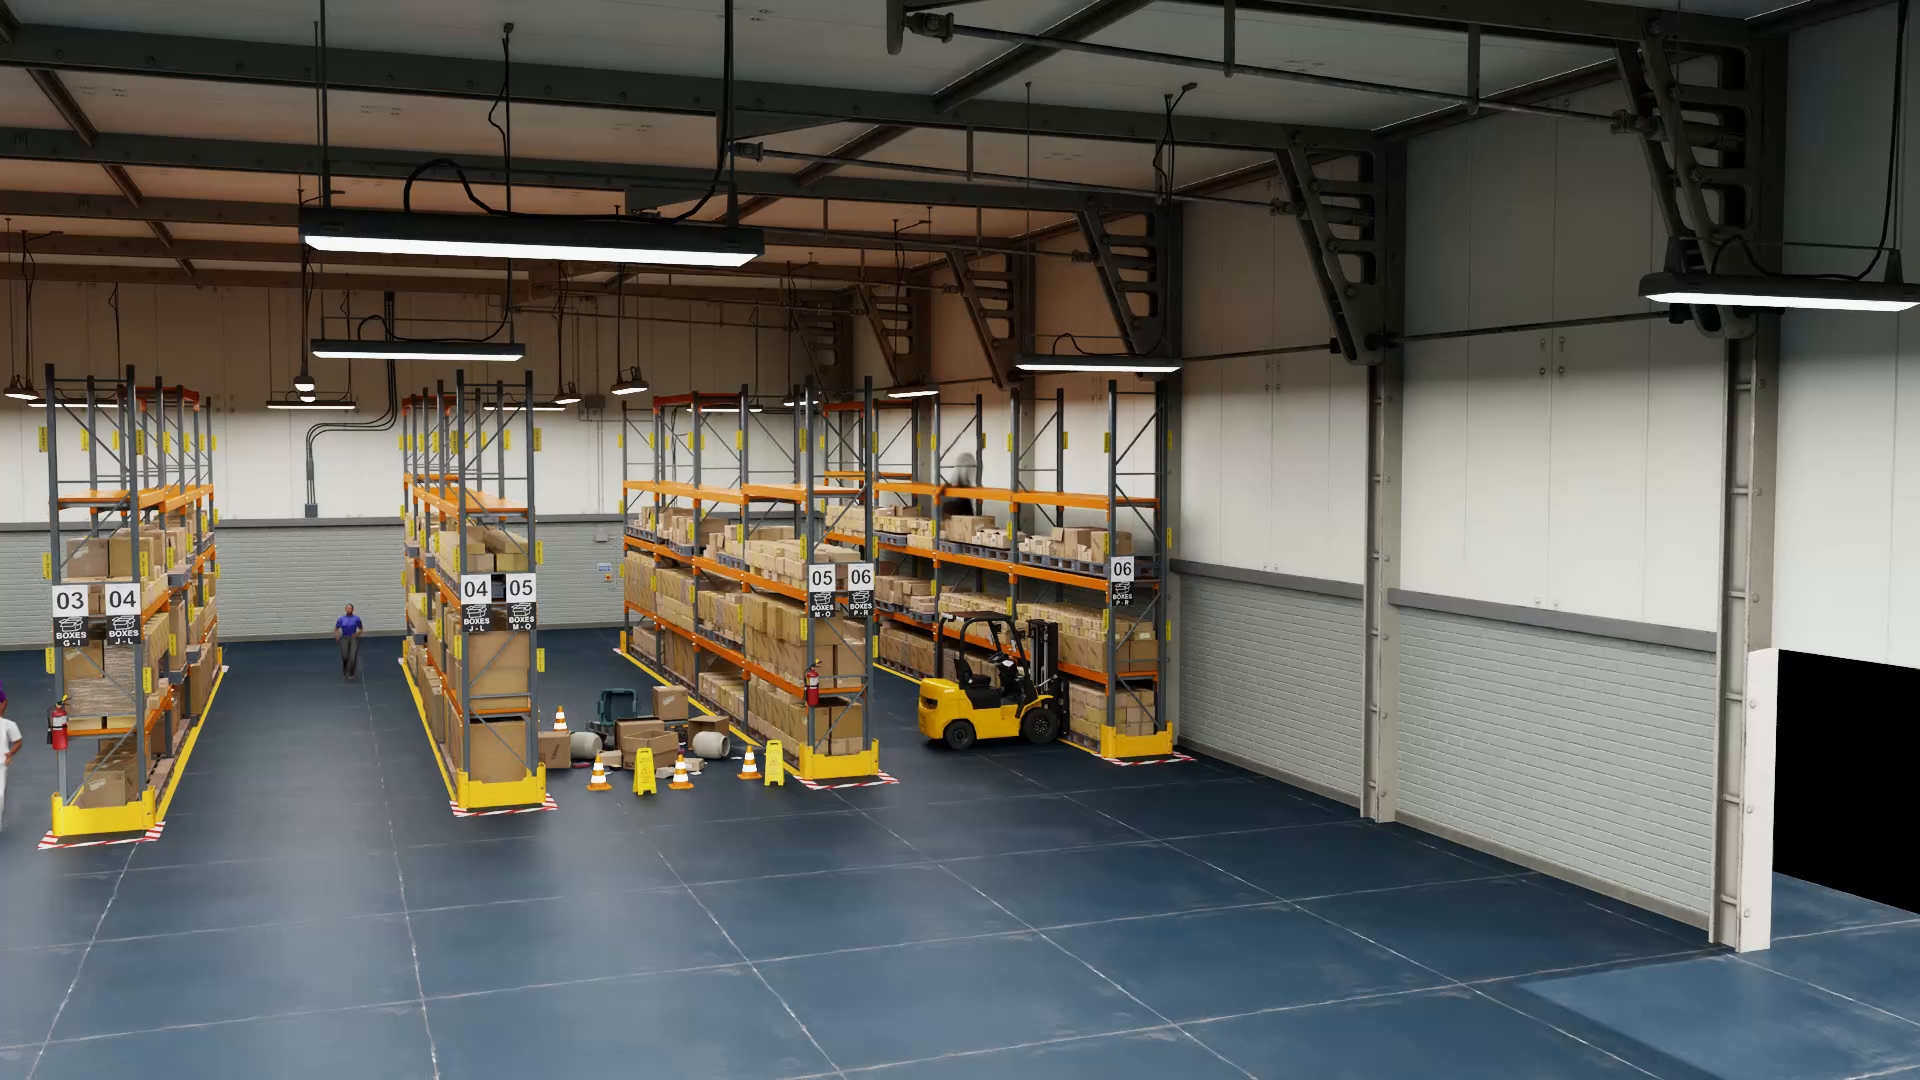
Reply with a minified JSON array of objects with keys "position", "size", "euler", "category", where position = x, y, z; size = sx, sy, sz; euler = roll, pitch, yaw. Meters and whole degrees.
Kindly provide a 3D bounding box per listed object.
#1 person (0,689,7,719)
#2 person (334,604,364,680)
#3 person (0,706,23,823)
[{"position":[-14.059,2.735,23.878],"size":[0.671,1.806,0.738],"euler":[-2,4,-29],"category":"person"},{"position":[-12.865,2.152,35.027],"size":[0.576,1.613,0.560],"euler":[-1,4,-20],"category":"person"},{"position":[-12.472,2.889,21.431],"size":[0.689,1.706,0.605],"euler":[-2,4,-26],"category":"person"}]
